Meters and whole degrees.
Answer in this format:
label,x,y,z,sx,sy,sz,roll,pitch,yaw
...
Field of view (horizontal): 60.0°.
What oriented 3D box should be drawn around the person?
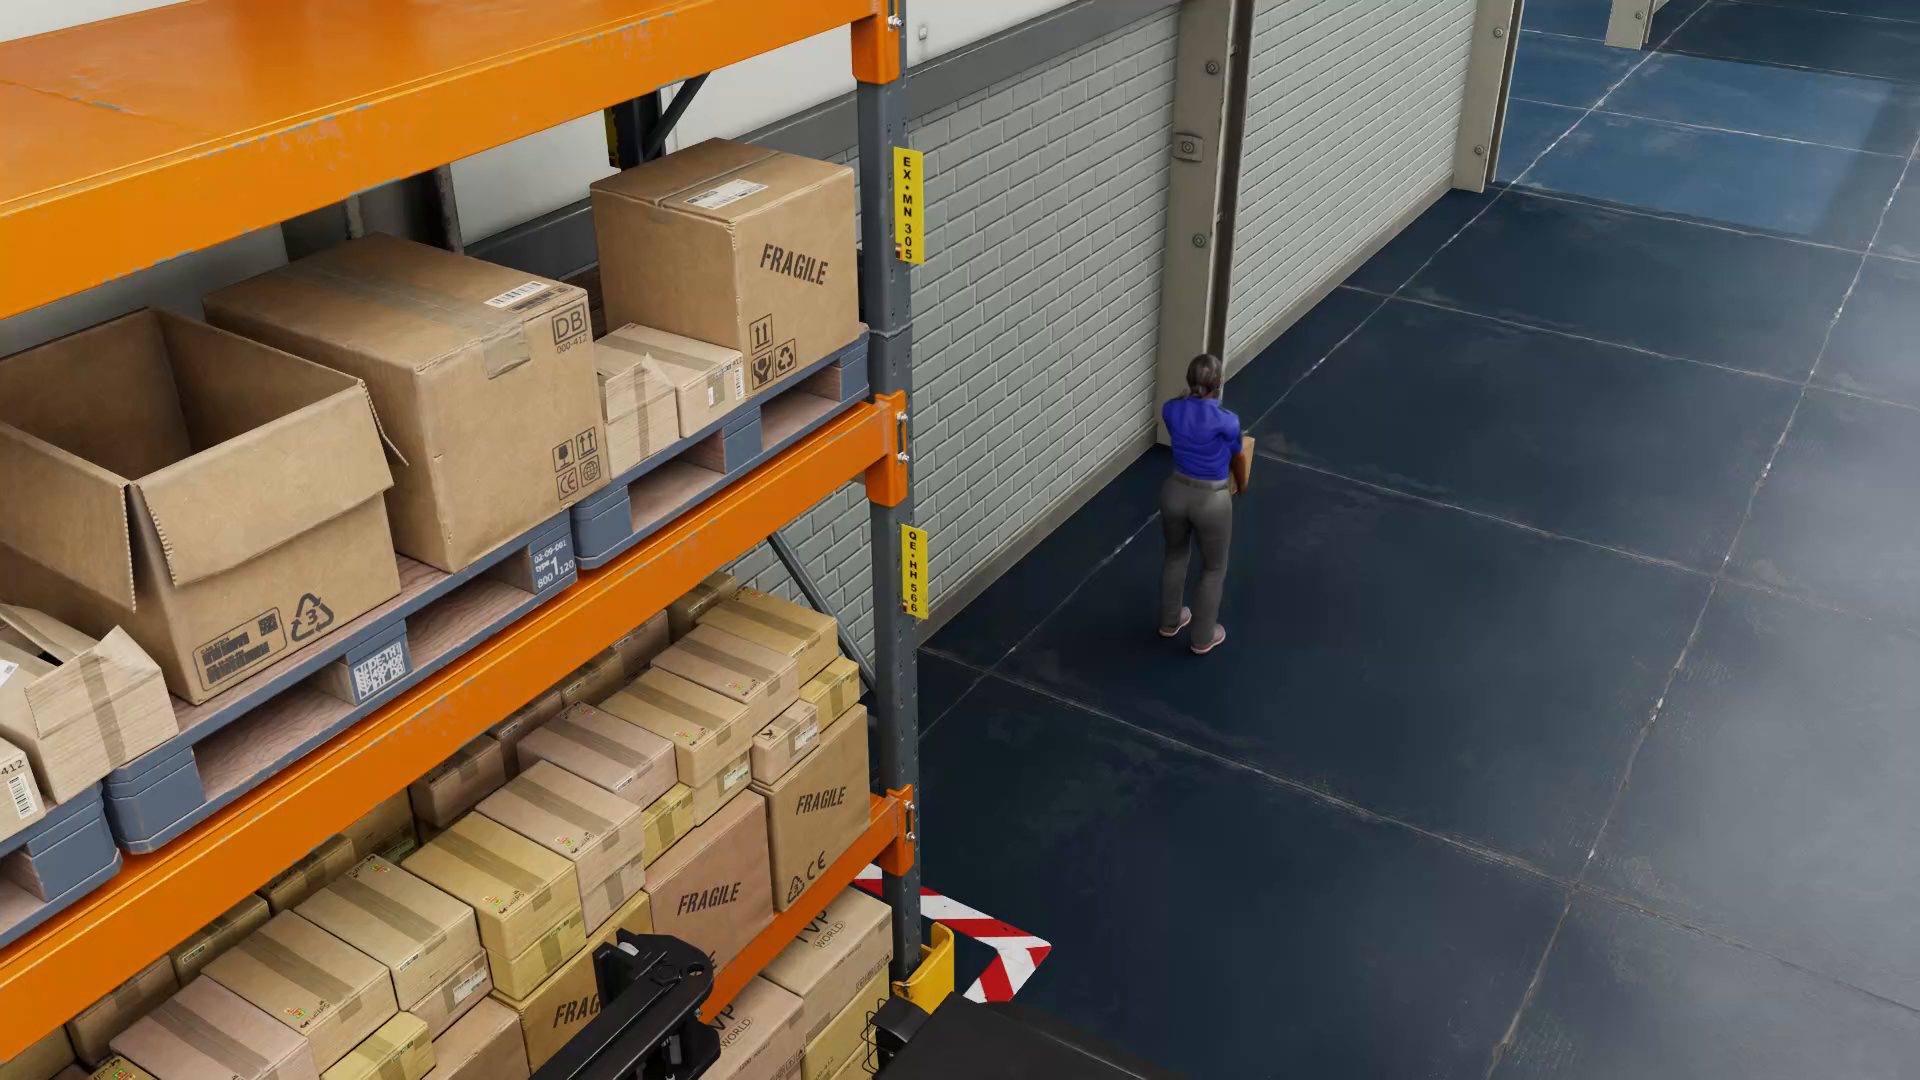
label,x,y,z,sx,sy,sz,roll,pitch,yaw
person,1.249,-0.222,8.520,0.445,1.656,0.502,18,35,27
